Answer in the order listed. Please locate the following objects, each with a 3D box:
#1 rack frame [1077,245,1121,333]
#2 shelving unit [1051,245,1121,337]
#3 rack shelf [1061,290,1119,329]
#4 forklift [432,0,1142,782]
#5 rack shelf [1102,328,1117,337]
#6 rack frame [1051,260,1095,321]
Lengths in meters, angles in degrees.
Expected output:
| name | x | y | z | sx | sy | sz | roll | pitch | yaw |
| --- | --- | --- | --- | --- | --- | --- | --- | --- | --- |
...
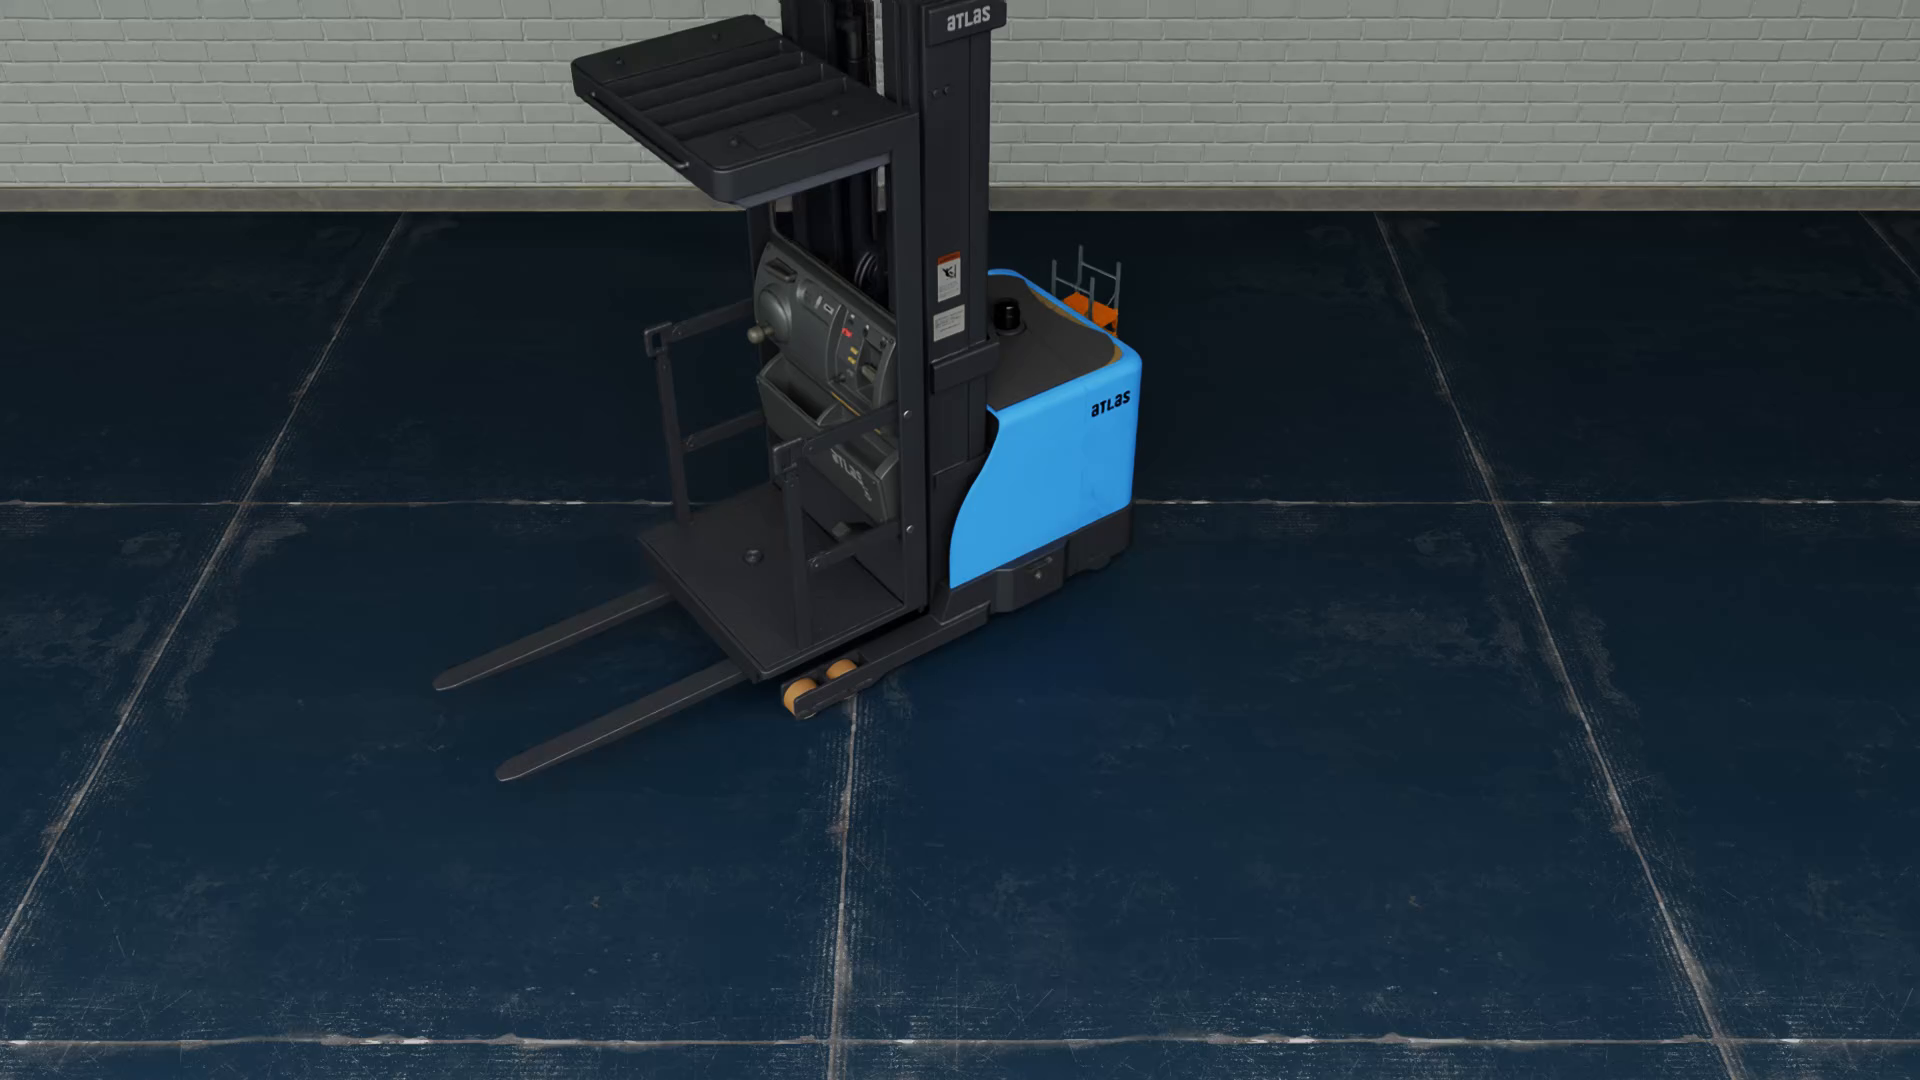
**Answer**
| name | x | y | z | sx | sy | sz | roll | pitch | yaw |
| --- | --- | --- | --- | --- | --- | --- | --- | --- | --- |
| rack frame | 0.623 | -0.809 | 7.799 | 0.240 | 1.200 | 0.006 | 31 | 48 | 32 |
| shelving unit | 0.561 | -0.767 | 7.747 | 0.258 | 1.200 | 0.189 | 31 | 48 | 32 |
| rack shelf | 0.562 | -1.013 | 7.549 | 0.258 | 0.103 | 0.180 | 31 | 48 | 32 |
| forklift | -0.703 | -0.786 | 6.387 | 3.031 | 2.935 | 1.130 | -24 | 45 | -27 |
| rack shelf | 0.561 | -0.920 | 7.624 | 0.258 | 0.103 | 0.180 | 31 | 48 | 32 |
| rack frame | 0.498 | -0.725 | 7.695 | 0.240 | 1.200 | 0.006 | 31 | 48 | 32 |
